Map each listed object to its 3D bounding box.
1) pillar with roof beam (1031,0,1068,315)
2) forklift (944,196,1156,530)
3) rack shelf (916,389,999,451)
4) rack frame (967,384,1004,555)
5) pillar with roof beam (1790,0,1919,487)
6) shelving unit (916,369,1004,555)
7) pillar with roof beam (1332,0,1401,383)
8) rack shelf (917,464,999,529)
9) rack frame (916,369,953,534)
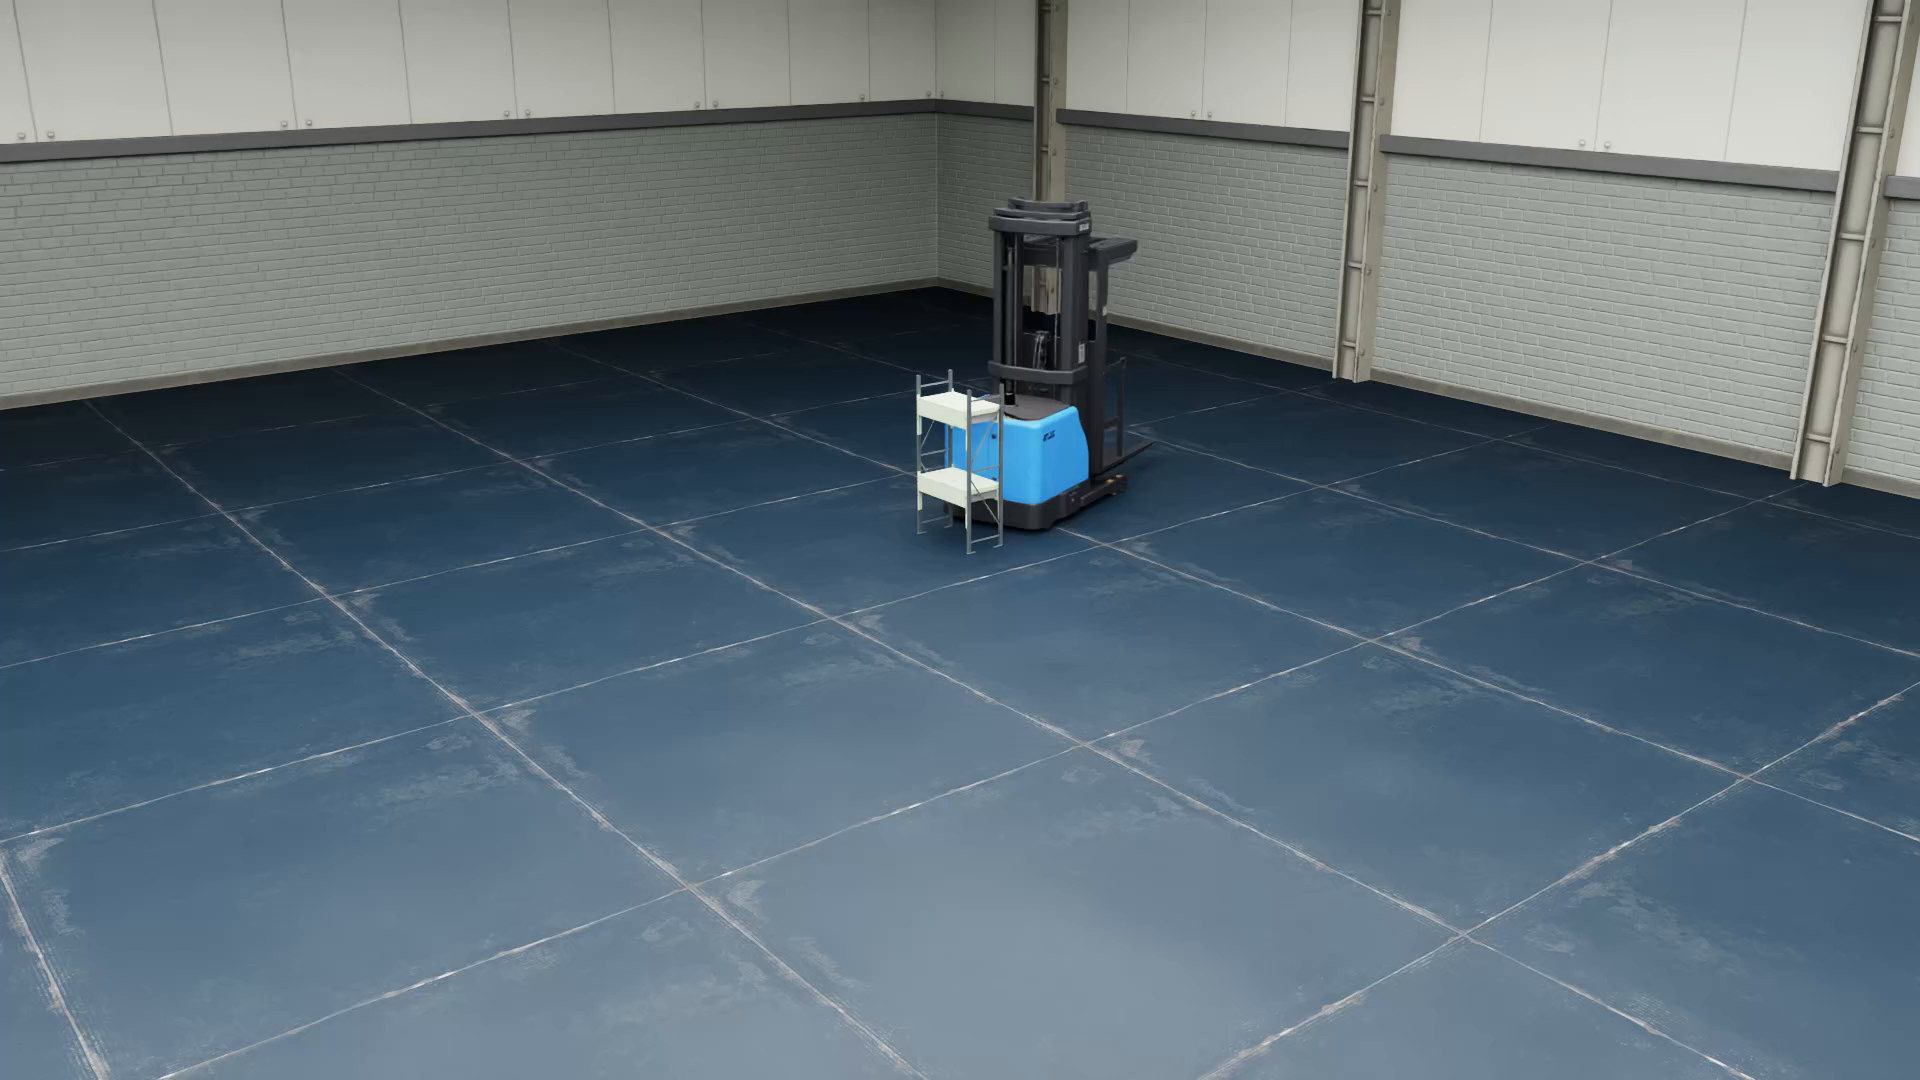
[{"bbox_3d":[-2.017,-7.007,22.096,9.100,9.000,0.400,-14,23,-36],"label":"pillar with roof beam"},{"bbox_3d":[1.034,-1.898,16.319,1.130,2.935,3.031,11,21,29],"label":"forklift"},{"bbox_3d":[-0.004,-1.084,14.897,0.431,0.370,0.720,-14,23,-36],"label":"rack shelf"},{"bbox_3d":[0.223,-0.623,14.747,0.400,1.500,0.023,-14,23,-36],"label":"rack frame"},{"bbox_3d":[5.434,-4.050,13.166,9.100,9.000,0.400,-14,23,-36],"label":"pillar with roof beam"},{"bbox_3d":[-0.004,-0.714,15.019,0.431,1.500,0.755,-14,23,-36],"label":"shelving unit"},{"bbox_3d":[1.708,-5.529,17.631,9.100,9.000,0.400,-14,23,-36],"label":"pillar with roof beam"},{"bbox_3d":[-0.004,-0.404,15.122,0.431,0.370,0.720,-14,23,-36],"label":"rack shelf"},{"bbox_3d":[-0.231,-0.804,15.292,0.400,1.500,0.023,-14,23,-36],"label":"rack frame"}]
